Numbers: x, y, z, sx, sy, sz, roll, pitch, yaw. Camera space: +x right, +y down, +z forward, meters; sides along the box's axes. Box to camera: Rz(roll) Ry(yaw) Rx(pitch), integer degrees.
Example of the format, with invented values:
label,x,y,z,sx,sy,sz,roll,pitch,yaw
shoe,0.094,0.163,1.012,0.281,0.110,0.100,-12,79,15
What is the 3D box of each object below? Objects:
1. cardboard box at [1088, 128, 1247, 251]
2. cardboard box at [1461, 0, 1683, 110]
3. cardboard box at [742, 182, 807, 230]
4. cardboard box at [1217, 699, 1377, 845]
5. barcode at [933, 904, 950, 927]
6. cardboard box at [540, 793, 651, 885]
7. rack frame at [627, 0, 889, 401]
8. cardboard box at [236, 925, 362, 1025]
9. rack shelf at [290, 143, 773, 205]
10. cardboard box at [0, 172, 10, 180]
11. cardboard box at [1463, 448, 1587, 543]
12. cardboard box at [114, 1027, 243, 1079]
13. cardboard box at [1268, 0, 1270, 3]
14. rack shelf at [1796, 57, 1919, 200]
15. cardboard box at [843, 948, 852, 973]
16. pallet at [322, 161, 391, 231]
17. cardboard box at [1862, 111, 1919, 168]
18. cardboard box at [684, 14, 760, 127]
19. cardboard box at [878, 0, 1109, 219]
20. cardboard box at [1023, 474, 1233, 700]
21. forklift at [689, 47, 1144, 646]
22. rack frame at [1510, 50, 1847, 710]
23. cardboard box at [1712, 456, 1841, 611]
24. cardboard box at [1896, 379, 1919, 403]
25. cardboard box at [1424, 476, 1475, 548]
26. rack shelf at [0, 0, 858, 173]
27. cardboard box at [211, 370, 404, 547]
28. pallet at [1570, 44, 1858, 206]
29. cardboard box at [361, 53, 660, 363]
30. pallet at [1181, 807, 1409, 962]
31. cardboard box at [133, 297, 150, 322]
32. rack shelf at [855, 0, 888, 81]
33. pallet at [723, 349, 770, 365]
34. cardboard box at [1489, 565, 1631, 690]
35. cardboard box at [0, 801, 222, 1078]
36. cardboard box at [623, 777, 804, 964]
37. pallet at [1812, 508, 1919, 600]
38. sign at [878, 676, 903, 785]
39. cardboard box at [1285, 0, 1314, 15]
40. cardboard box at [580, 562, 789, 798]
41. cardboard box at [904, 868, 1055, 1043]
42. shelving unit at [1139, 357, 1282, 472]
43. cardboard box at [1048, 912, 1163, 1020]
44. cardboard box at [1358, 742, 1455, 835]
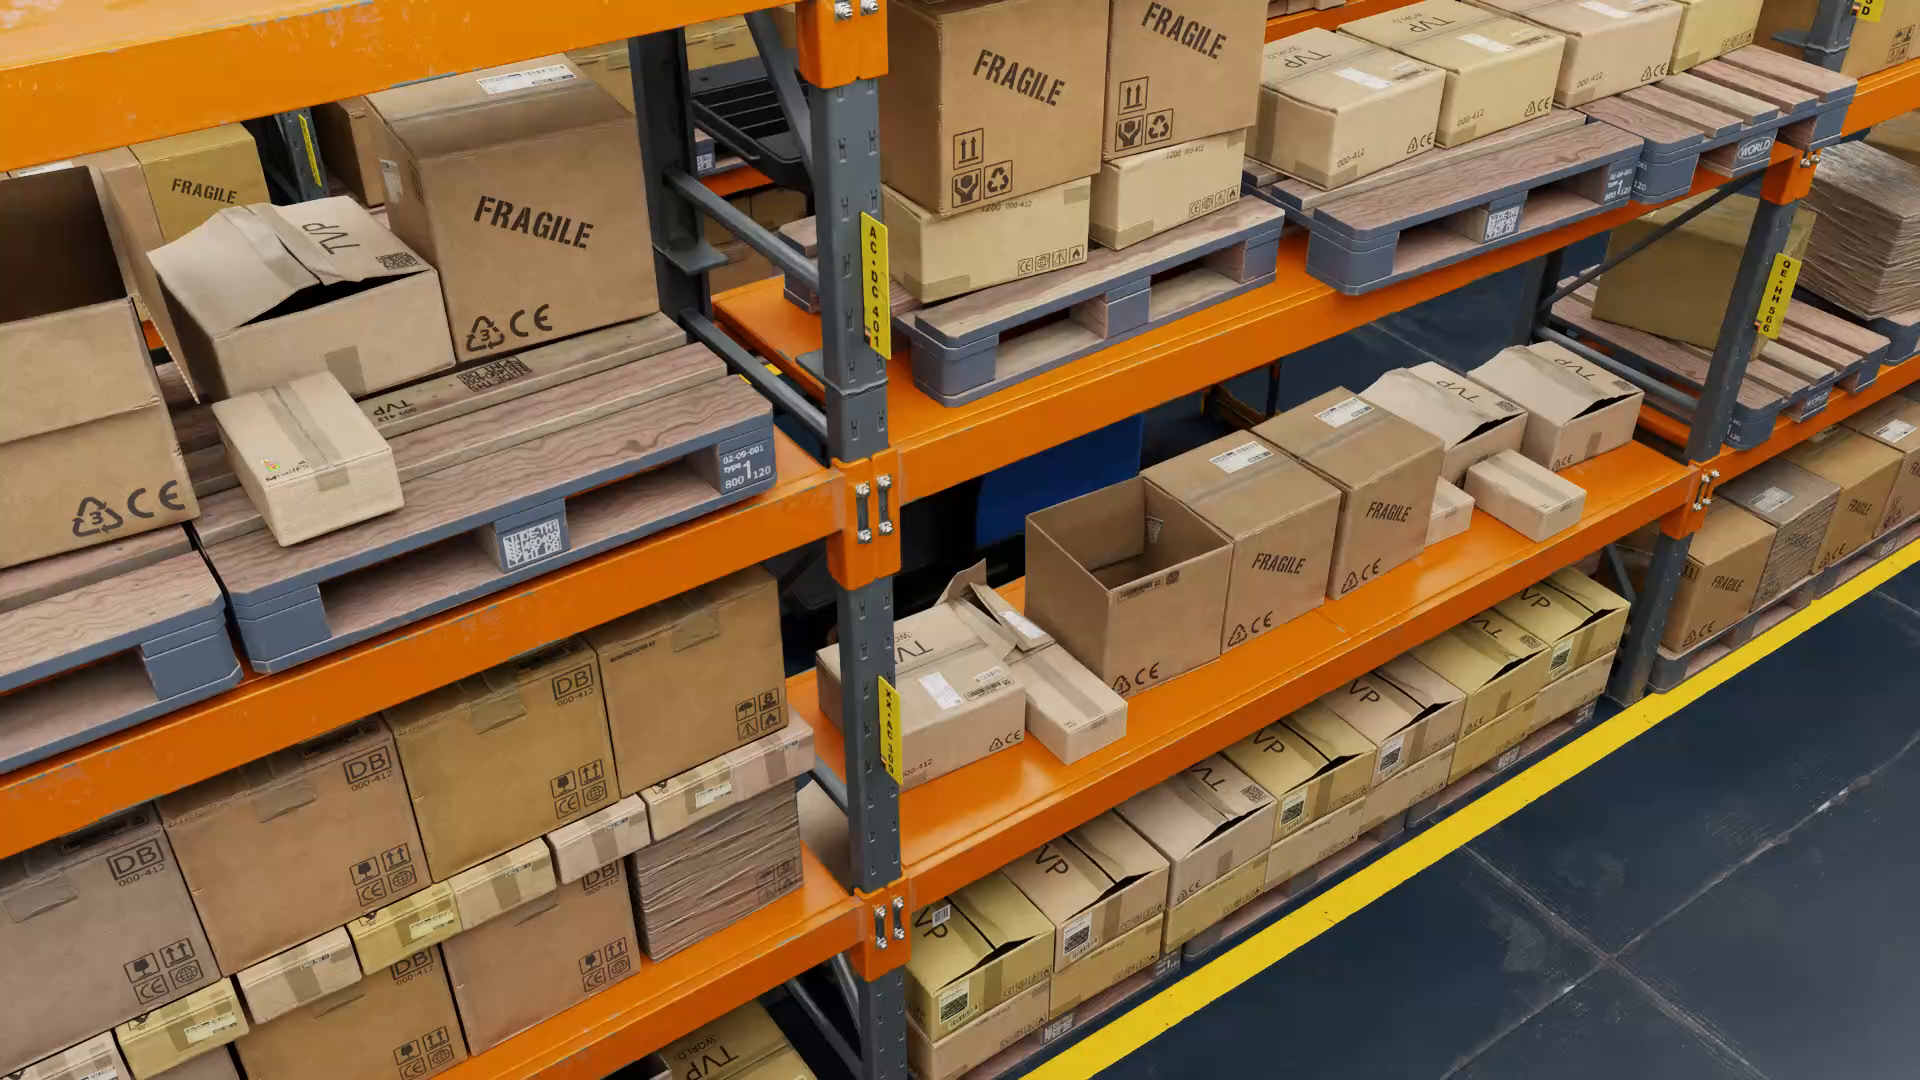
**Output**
label,x,y,z,sx,sy,sz,roll,pitch,yaw
cardboard box,0.449,-1.083,4.699,0.500,0.250,0.500,-27,44,-32
cardboard box,2.005,-1.675,5.523,0.500,0.250,0.500,-21,41,-27
cardboard box,-1.155,-2.114,10.056,0.500,0.250,0.500,-22,41,-27
cardboard box,1.230,0.814,6.378,0.500,0.311,0.500,-21,41,-27
barcode,-0.059,1.193,5.278,0.075,0.075,0.001,-22,41,-28
cardboard box,-1.022,0.695,4.387,0.250,0.149,0.380,-24,42,-29
rack frame,-0.508,-1.802,3.362,0.127,3.000,1.000,-22,41,-28
cardboard box,-1.645,0.950,4.033,0.250,0.149,0.380,-21,41,-27
rack shelf,-1.730,-2.110,9.544,4.000,0.370,1.077,-22,41,-28
cardboard box,-4.395,-1.340,7.326,0.500,0.500,0.500,-24,42,-29
cardboard box,2.186,-0.175,6.454,0.250,0.149,0.380,-22,41,-28
cardboard box,-2.124,1.265,4.149,0.500,0.500,0.700,-21,41,-27
cardboard box,1.711,-3.803,10.924,0.500,0.500,0.500,-21,41,-27
rack shelf,4.397,-2.310,7.254,4.000,0.370,1.077,-22,41,-28
cardboard box,-0.336,1.302,6.180,0.500,0.250,0.500,-23,42,-28
pallet,-2.656,-1.839,8.716,1.213,0.211,1.003,-22,41,-28
cardboard box,4.623,-1.645,7.836,0.700,0.500,0.500,26,43,32
cardboard box,-1.479,-2.701,9.288,0.500,0.500,0.700,-22,41,-28
cardboard box,0.019,-1.187,4.202,0.500,0.500,0.500,-22,41,-27
cardboard box,0.560,0.165,5.679,0.500,0.500,0.500,-19,40,-25
forklift,-0.583,-0.998,7.441,3.031,2.935,1.130,-21,41,-27
rack frame,2.762,-0.712,6.984,0.127,3.000,1.000,-22,41,-28
cardboard box,3.723,-0.071,7.857,0.500,0.500,0.500,-24,42,-29
cardboard box,4.974,-0.588,8.575,0.500,0.500,0.500,-22,41,-27
cardboard box,1.752,-0.154,6.424,0.250,0.149,0.380,-19,40,-25
rack shelf,-2.142,-0.675,2.753,4.000,0.370,1.077,-22,41,-28
cardboard box,-1.336,-0.173,3.402,0.250,0.149,0.380,-22,41,-28
pallet,2.259,-1.582,5.787,1.003,0.211,1.213,-20,40,-26
cardboard box,-1.071,-0.809,3.984,0.500,0.500,0.500,-19,40,-24
pallet,1.070,1.086,6.872,1.213,0.211,1.003,-22,41,-28
cardboard box,-3.989,-1.209,7.787,0.500,0.250,0.500,-22,41,-28
rack shelf,1.127,-2.020,4.624,4.000,0.370,1.077,-22,41,-28
pallet,-1.731,-1.273,10.152,1.213,0.211,1.003,-22,41,-28
cardboard box,2.476,0.300,7.092,0.500,0.311,0.500,-21,41,-27
cardboard box,-2.097,0.725,3.790,0.500,0.500,0.700,-22,41,-28
cardboard box,-0.867,0.745,4.873,0.500,0.500,0.700,-24,42,-29
pallet,4.390,-0.221,8.690,1.213,0.211,1.003,-22,41,-28
sign,-0.187,0.514,4.470,0.005,0.325,0.100,-22,41,-28
cardboard box,2.211,-3.748,11.404,0.250,0.149,0.380,-22,41,-28
cardboard box,-0.867,0.219,4.494,0.500,0.500,0.700,-22,41,-28
cardboard box,-0.026,1.332,5.658,0.500,0.311,0.500,-22,41,-28
shelving unit,1.161,-1.061,8.754,1.083,1.500,0.587,-21,41,-27
cardboard box,0.383,1.391,6.056,0.500,0.250,0.500,-21,41,-27
cardboard box,1.640,0.870,6.780,0.500,0.250,0.500,-21,41,-27
